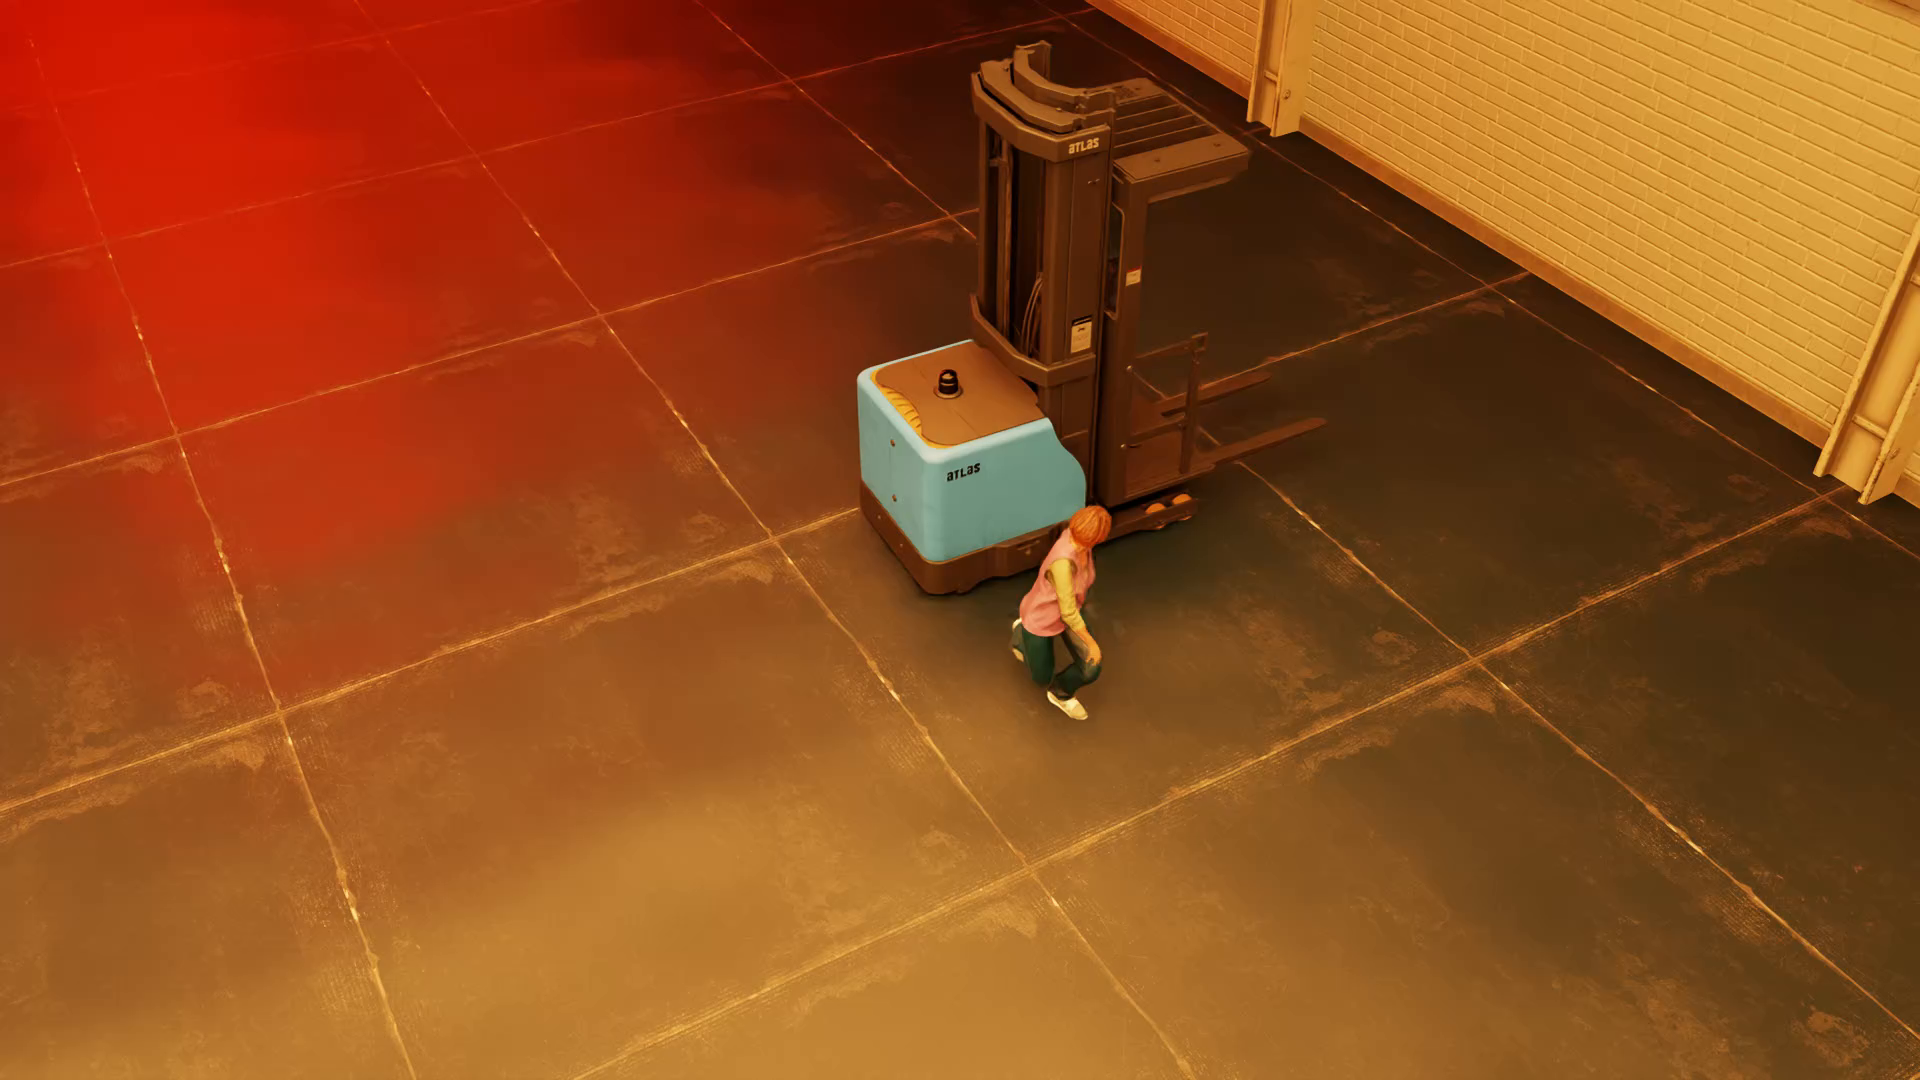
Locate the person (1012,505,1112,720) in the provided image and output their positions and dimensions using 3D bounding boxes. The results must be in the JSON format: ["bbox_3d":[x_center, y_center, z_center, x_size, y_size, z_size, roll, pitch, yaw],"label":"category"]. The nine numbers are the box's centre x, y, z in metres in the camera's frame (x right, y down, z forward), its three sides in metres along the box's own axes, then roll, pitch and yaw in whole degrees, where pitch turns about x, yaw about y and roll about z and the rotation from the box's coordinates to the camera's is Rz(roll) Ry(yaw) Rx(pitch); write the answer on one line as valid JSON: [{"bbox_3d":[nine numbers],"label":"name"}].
[{"bbox_3d":[0.555,0.336,8.874,0.542,1.388,0.749,-29,48,-31],"label":"person"}]

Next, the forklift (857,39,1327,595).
[{"bbox_3d":[0.920,-1.472,9.810,3.031,2.935,1.130,-19,43,-21],"label":"forklift"}]
